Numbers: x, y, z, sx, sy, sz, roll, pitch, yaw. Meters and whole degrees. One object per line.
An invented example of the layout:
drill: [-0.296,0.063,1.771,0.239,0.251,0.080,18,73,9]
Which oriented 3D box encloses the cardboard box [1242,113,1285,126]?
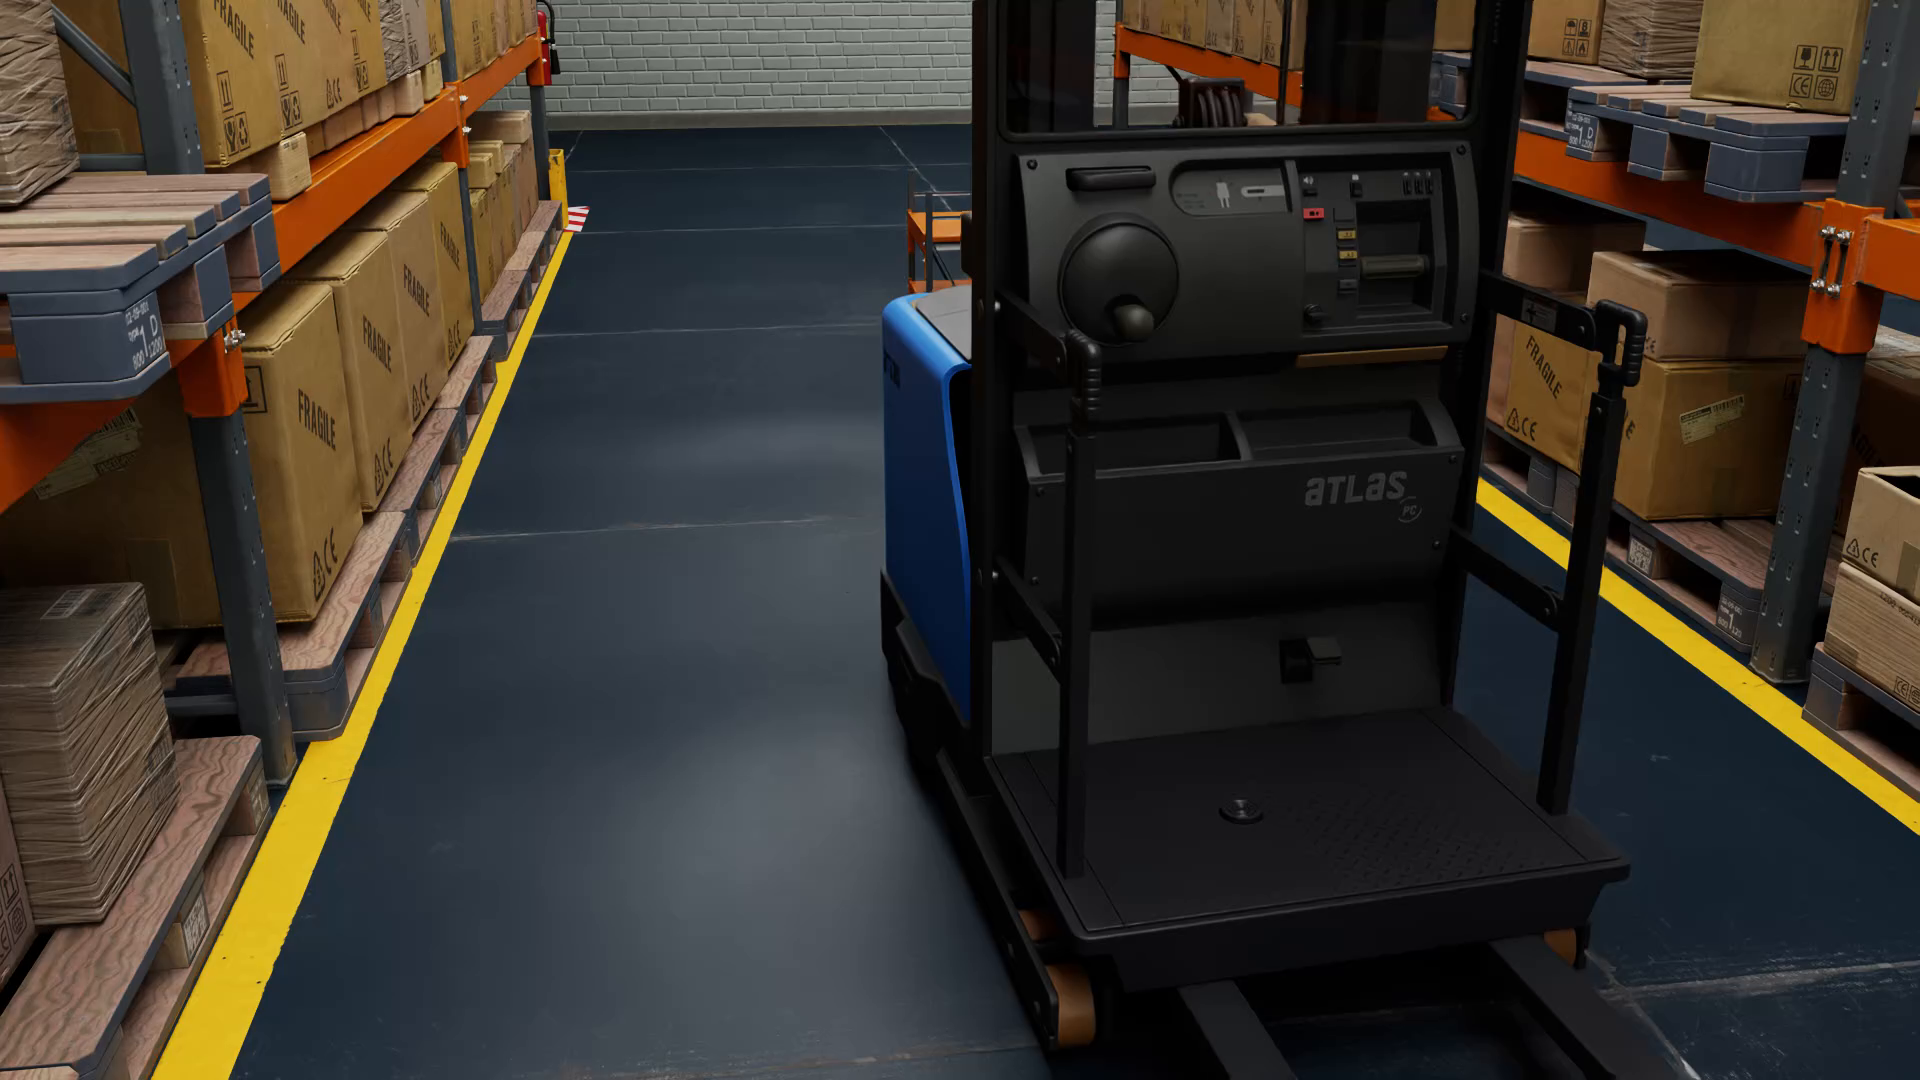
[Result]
cardboard box: [1.915,-2.671,11.525,0.500,0.500,0.500,-3,21,-8]

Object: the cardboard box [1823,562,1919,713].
cardboard box: [2.531,0.245,4.102,0.500,0.250,0.500,-3,21,-8]

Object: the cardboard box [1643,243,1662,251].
cardboard box: [2.659,-0.961,6.945,0.500,0.500,0.500,-3,21,-7]

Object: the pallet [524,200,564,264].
pallet: [-3.116,-1.982,10.720,1.003,0.211,1.213,-3,21,-8]

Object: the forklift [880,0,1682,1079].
forklift: [0.620,-0.557,3.018,1.130,2.935,3.031,-5,21,-13]

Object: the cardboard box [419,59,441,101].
cardboard box: [-2.343,-1.879,6.790,0.380,0.149,0.250,-3,21,-7]

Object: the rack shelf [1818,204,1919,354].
rack shelf: [3.034,-0.013,2.491,1.077,0.370,4.000,-3,21,-8]

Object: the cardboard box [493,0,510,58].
cardboard box: [-3.008,-3.010,9.058,0.980,0.700,0.700,-4,21,-10]

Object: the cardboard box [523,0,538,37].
cardboard box: [-3.225,-3.525,10.439,0.980,0.700,0.700,-2,21,-5]

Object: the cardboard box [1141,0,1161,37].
cardboard box: [1.476,-3.514,10.693,0.500,0.500,0.500,-3,21,-8]

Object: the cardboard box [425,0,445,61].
cardboard box: [-2.416,-2.224,6.788,0.500,0.500,0.500,-3,21,-9]

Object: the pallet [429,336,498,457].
pallet: [-2.546,-0.606,7.038,1.003,0.211,1.213,-3,21,-8]

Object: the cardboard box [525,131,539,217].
cardboard box: [-3.109,-2.349,10.692,0.700,0.500,0.500,-3,21,-8]

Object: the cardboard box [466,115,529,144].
cardboard box: [-2.872,-2.529,10.247,0.380,0.149,0.250,-2,21,-6]

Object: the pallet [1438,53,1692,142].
pallet: [2.461,-1.625,6.055,1.003,0.211,1.213,-3,21,-8]

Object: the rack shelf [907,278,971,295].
rack shelf: [-0.024,-0.766,5.605,0.258,0.148,0.480,-3,21,-8]

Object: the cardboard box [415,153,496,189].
cardboard box: [-2.607,-1.897,8.555,0.380,0.149,0.250,-2,21,-6]

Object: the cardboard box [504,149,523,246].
cardboard box: [-2.963,-2.002,9.762,0.700,0.500,0.500,-4,21,-10]

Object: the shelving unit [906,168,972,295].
shelving unit: [-0.024,-0.619,5.660,0.258,1.200,0.503,-3,21,-8]

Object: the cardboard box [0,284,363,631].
cardboard box: [-2.131,-0.242,4.549,0.750,0.750,0.750,-3,21,-8]

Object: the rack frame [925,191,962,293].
rack frame: [0.011,-0.535,5.433,0.240,1.200,0.015,-3,21,-8]

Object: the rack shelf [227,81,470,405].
rack shelf: [-2.444,-1.146,5.527,1.077,0.370,4.000,-3,21,-8]

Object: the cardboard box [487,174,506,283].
cardboard box: [-2.807,-1.640,8.792,0.700,0.500,0.500,-3,21,-8]

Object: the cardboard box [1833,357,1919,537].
cardboard box: [2.963,-0.249,5.040,0.500,0.500,0.500,-2,21,-5]

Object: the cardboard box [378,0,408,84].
cardboard box: [-2.269,-1.874,5.850,0.500,0.500,0.500,-3,21,-8]

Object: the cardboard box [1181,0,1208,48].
cardboard box: [1.616,-3.166,9.764,0.500,0.500,0.500,-3,21,-7]

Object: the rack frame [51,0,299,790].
rack frame: [-2.155,-0.791,3.547,1.000,3.000,0.127,-3,21,-8]

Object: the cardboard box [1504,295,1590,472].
cardboard box: [2.305,-0.568,5.895,0.500,0.500,0.500,-4,21,-10]

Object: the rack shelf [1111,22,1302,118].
rack shelf: [1.881,-2.783,9.907,1.077,0.370,4.000,-3,21,-8]

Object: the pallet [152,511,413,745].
pallet: [-2.194,0.238,4.776,1.003,0.211,1.213,-3,21,-8]

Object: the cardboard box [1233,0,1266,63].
cardboard box: [1.768,-2.812,8.816,0.500,0.500,0.500,-2,21,-6]

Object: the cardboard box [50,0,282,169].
cardboard box: [-1.972,-1.168,3.959,0.500,0.500,0.500,-2,21,-6]

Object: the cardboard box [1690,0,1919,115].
cardboard box: [2.544,-1.498,4.697,0.700,0.500,0.500,-10,23,-26]

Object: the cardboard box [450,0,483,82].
cardboard box: [-2.794,-2.505,7.708,0.980,0.700,0.700,-3,21,-7]

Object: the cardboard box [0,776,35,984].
cardboard box: [-2.041,0.605,2.754,0.700,0.500,0.500,-3,21,-8]

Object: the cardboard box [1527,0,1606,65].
cardboard box: [2.485,-2.062,6.207,0.700,0.500,0.500,-8,22,-21]

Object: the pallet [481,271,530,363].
pallet: [-2.764,-1.137,8.458,1.003,0.211,1.213,-3,21,-8]

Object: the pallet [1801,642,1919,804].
pallet: [2.826,0.551,3.939,1.003,0.211,1.213,-3,21,-8]

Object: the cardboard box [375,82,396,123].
cardboard box: [-2.285,-1.610,6.071,0.380,0.149,0.250,-3,21,-8]

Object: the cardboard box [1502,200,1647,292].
cardboard box: [2.215,-1.114,6.283,0.500,0.250,0.500,-3,21,-9]

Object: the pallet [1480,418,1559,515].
pallet: [2.503,-0.418,6.533,1.003,0.211,1.213,-3,21,-8]

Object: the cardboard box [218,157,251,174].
cardboard box: [-2.001,-0.896,4.159,0.380,0.149,0.250,-3,21,-7]

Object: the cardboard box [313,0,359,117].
cardboard box: [-2.109,-1.521,4.906,0.500,0.500,0.500,-3,21,-8]

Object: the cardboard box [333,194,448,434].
cardboard box: [-2.378,-0.840,6.149,0.750,0.750,0.750,-2,21,-6]

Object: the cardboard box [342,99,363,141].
cardboard box: [-2.236,-1.430,5.589,0.380,0.149,0.250,-2,21,-6]

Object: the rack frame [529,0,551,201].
rack frame: [-3.308,-3.561,10.963,1.000,3.000,0.127,-3,21,-8]

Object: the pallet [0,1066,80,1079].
pallet: [-1.872,1.207,2.182,1.003,0.211,1.213,-3,21,-8]

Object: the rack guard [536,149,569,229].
rack guard: [-3.312,-2.398,11.423,1.175,0.500,0.348,-3,21,-8]

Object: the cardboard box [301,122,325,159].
cardboard box: [-2.187,-1.252,5.113,0.380,0.149,0.250,-3,21,-7]
